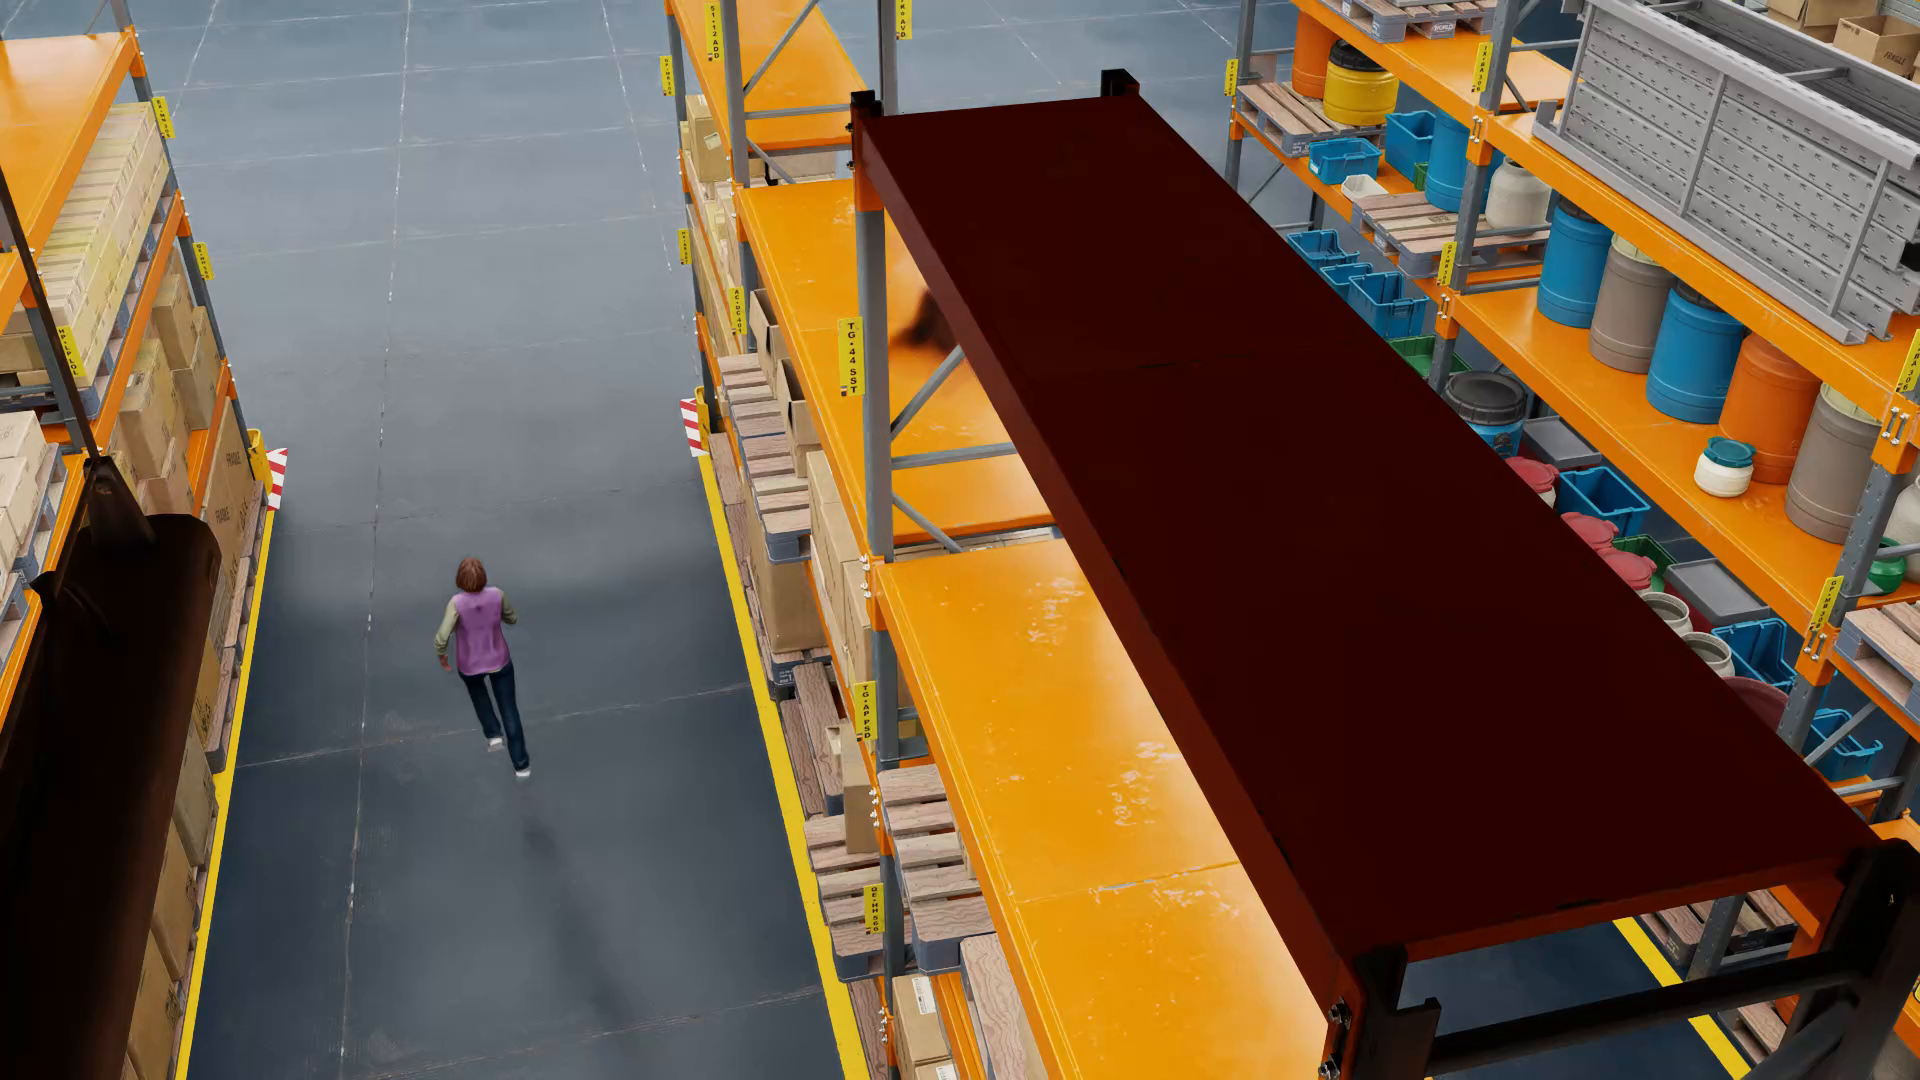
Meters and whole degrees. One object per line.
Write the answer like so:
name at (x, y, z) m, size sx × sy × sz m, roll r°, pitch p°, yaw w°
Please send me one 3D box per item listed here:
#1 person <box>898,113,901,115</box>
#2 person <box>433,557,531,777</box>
person at (-0.709, -3.726, 18.010) m, size 0.826 × 1.820 × 0.723 m, roll 11°, pitch 36°, yaw 15°
person at (-3.142, 0.840, 10.967) m, size 0.546 × 1.650 × 0.785 m, roll -12°, pitch 36°, yaw -17°
